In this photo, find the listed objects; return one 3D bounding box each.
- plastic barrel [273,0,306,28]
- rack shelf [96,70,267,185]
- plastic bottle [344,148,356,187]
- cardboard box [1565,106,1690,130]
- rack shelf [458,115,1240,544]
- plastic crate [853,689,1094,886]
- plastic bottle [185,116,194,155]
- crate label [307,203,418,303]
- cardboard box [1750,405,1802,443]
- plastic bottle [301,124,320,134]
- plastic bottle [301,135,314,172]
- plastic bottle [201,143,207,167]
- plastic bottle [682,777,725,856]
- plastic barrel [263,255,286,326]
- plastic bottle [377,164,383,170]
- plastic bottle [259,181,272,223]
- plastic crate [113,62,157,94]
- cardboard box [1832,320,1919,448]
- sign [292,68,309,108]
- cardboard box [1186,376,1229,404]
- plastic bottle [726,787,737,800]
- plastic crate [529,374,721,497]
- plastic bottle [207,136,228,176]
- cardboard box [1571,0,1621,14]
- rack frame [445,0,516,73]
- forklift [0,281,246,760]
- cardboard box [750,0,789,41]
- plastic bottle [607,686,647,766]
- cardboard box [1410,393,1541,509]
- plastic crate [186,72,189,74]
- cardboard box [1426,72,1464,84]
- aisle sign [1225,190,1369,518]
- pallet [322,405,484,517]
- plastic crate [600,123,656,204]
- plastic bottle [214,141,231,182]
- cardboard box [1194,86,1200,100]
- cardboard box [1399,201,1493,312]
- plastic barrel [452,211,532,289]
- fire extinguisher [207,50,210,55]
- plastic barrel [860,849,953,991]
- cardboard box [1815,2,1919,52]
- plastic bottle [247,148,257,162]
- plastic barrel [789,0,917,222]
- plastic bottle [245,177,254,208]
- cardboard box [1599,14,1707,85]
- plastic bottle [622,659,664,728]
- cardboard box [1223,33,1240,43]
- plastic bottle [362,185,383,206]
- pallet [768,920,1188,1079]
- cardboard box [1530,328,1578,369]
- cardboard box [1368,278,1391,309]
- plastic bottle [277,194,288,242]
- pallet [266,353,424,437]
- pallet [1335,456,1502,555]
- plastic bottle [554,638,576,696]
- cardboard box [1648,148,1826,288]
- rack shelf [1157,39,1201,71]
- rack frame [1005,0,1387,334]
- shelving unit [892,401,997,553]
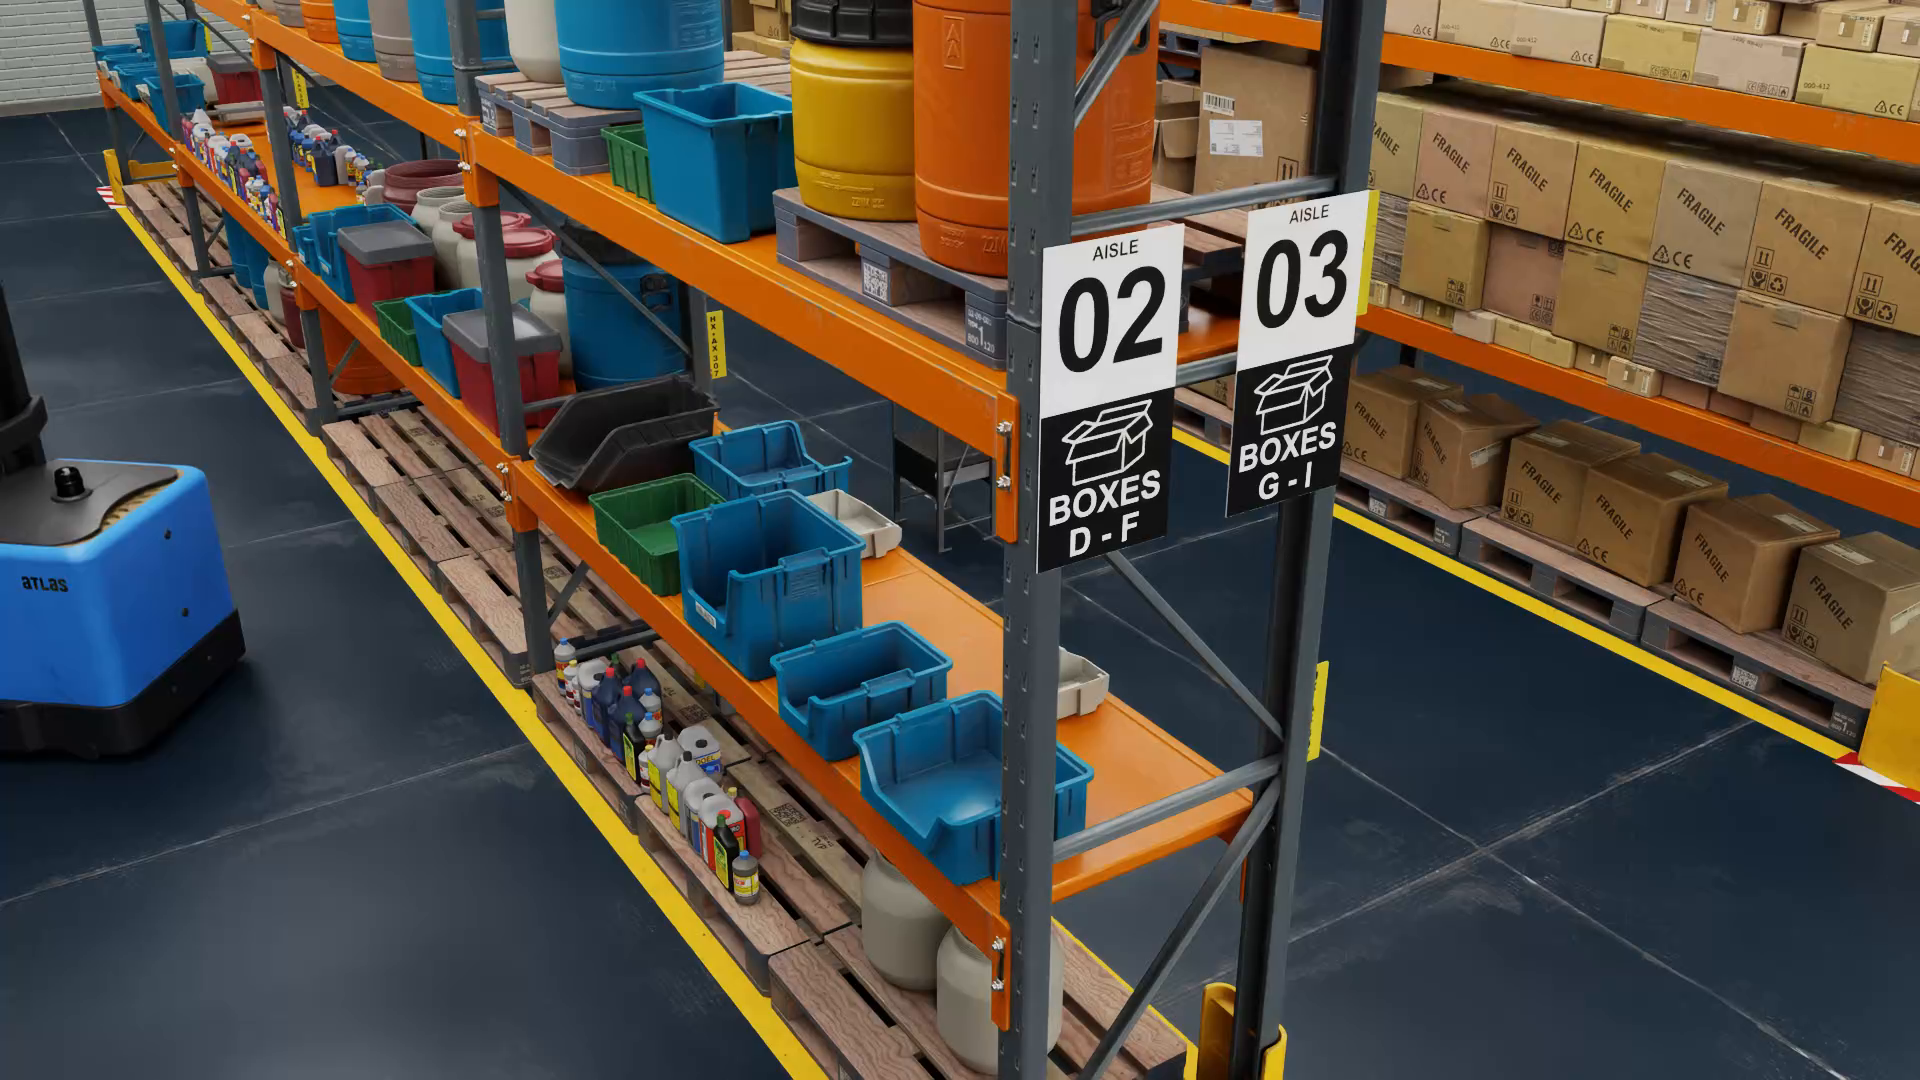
[{"bbox_3d":[-3.544,-3.342,9.214,0.600,0.901,0.600,0,25,0],"label":"plastic barrel"},{"bbox_3d":[-7.086,-3.923,15.390,1.077,0.370,4.000,-16,29,-30],"label":"rack shelf"},{"bbox_3d":[-4.447,-2.736,12.182,0.097,0.271,0.097,0,25,0],"label":"plastic bottle"},{"bbox_3d":[3.545,-2.004,8.844,0.500,0.500,0.500,-16,29,-30],"label":"cardboard box"},{"bbox_3d":[-0.535,-0.988,5.658,1.077,0.370,4.000,-16,29,-30],"label":"rack shelf"},{"bbox_3d":[0.033,0.717,4.892,0.499,0.251,0.616,-16,29,-30],"label":"plastic crate"},{"bbox_3d":[-6.078,-3.202,13.157,0.061,0.283,0.133,-16,29,-30],"label":"plastic bottle"},{"bbox_3d":[-3.495,-1.700,9.797,0.502,0.435,0.616,-16,29,-30],"label":"crate label"},{"bbox_3d":[3.939,-0.596,7.793,0.380,0.149,0.250,-16,29,-30],"label":"cardboard box"},{"bbox_3d":[-5.033,-3.101,12.950,0.152,0.276,0.135,-16,29,-30],"label":"plastic bottle"},{"bbox_3d":[-4.928,-2.932,12.597,0.097,0.271,0.097,0,25,0],"label":"plastic bottle"},{"bbox_3d":[-5.767,-2.976,12.772,0.097,0.201,0.097,0,25,0],"label":"plastic bottle"},{"bbox_3d":[-1.003,1.091,6.601,0.152,0.276,0.135,-16,30,-31],"label":"plastic bottle"},{"bbox_3d":[-5.091,-1.924,12.734,0.421,0.512,0.421,0,25,0],"label":"plastic barrel"},{"bbox_3d":[-4.063,-2.504,11.677,0.061,0.283,0.133,-16,29,-30],"label":"plastic bottle"},{"bbox_3d":[-4.669,-2.287,11.233,0.097,0.271,0.097,0,25,0],"label":"plastic bottle"},{"bbox_3d":[-7.600,-4.280,15.428,0.416,0.233,0.300,-16,29,-30],"label":"plastic crate"},{"bbox_3d":[4.429,-0.778,7.420,0.875,0.500,0.500,-16,29,-30],"label":"cardboard box"},{"bbox_3d":[-5.532,-3.786,13.932,0.100,0.325,0.005,-16,29,-30],"label":"sign"},{"bbox_3d":[1.961,-1.294,11.391,0.700,0.500,0.500,-16,29,-30],"label":"cardboard box"},{"bbox_3d":[-0.909,1.089,6.693,0.097,0.201,0.097,0,25,0],"label":"plastic bottle"},{"bbox_3d":[-1.448,-0.427,7.214,0.767,0.338,0.504,-16,29,-30],"label":"plastic crate"},{"bbox_3d":[-5.555,-2.892,12.507,0.152,0.276,0.135,-16,29,-30],"label":"plastic bottle"},{"bbox_3d":[3.186,-2.649,8.043,0.380,0.149,0.250,-16,30,-31],"label":"cardboard box"},{"bbox_3d":[-1.627,-3.385,6.379,1.000,3.000,0.127,-16,29,-30],"label":"rack frame"},{"bbox_3d":[-5.160,-0.595,7.577,3.031,2.935,1.130,3,25,7],"label":"forklift"},{"bbox_3d":[-1.489,-4.960,15.451,0.797,0.503,0.637,-16,30,-31],"label":"cardboard box"},{"bbox_3d":[-1.431,0.780,7.172,0.144,0.351,0.185,-17,30,-32],"label":"plastic bottle"},{"bbox_3d":[3.027,-0.530,9.796,0.500,0.500,0.500,-6,26,-13],"label":"cardboard box"},{"bbox_3d":[-7.085,-4.320,15.626,0.298,0.136,0.250,-16,29,-30],"label":"plastic crate"},{"bbox_3d":[4.569,-4.198,15.013,0.500,0.500,0.500,-15,29,-29],"label":"cardboard box"},{"bbox_3d":[0.842,-0.459,4.164,0.394,0.787,0.004,-16,29,-30],"label":"aisle sign"},{"bbox_3d":[-3.420,-0.556,10.680,1.003,0.211,1.213,-16,29,-30],"label":"pallet"},{"bbox_3d":[-0.994,-1.305,5.735,0.336,0.188,0.450,-16,29,-30],"label":"plastic crate"},{"bbox_3d":[-5.428,-2.809,12.332,0.152,0.276,0.135,-16,29,-30],"label":"plastic bottle"},{"bbox_3d":[2.842,-4.690,17.729,0.500,0.250,0.500,-15,29,-28],"label":"cardboard box"},{"bbox_3d":[2.960,-1.644,9.252,0.875,0.500,0.500,-16,29,-30],"label":"cardboard box"},{"bbox_3d":[-2.602,-1.544,9.348,0.433,0.535,0.433,0,25,0],"label":"plastic barrel"},{"bbox_3d":[-7.879,-4.920,17.187,0.296,0.674,0.183,-16,29,-30],"label":"fire extinguisher"},{"bbox_3d":[-0.140,1.297,5.911,0.421,0.512,0.421,0,25,0],"label":"plastic barrel"},{"bbox_3d":[3.852,-2.168,7.024,0.380,0.149,0.250,-15,29,-29],"label":"cardboard box"},{"bbox_3d":[-5.161,-2.723,12.155,0.097,0.271,0.097,0,25,0],"label":"plastic bottle"},{"bbox_3d":[-0.172,-1.251,4.660,0.600,0.588,0.600,0,25,0],"label":"plastic barrel"},{"bbox_3d":[-4.934,-2.430,11.616,0.097,0.201,0.097,0,25,0],"label":"plastic bottle"},{"bbox_3d":[3.404,-2.339,7.854,0.500,0.250,0.500,-16,30,-30],"label":"cardboard box"},{"bbox_3d":[-1.413,0.679,7.386,0.144,0.351,0.185,-16,29,-30],"label":"plastic bottle"},{"bbox_3d":[2.914,-5.170,16.990,0.380,0.149,0.250,-16,30,-30],"label":"cardboard box"},{"bbox_3d":[-3.903,-2.241,11.129,0.152,0.276,0.135,-16,29,-30],"label":"plastic bottle"},{"bbox_3d":[0.037,1.712,5.877,1.003,0.211,1.213,-16,29,-30],"label":"pallet"},{"bbox_3d":[3.218,-1.032,8.717,0.380,0.149,0.250,-16,29,-30],"label":"cardboard box"},{"bbox_3d":[2.514,-1.473,9.651,0.380,0.149,0.250,-16,29,-30],"label":"cardboard box"},{"bbox_3d":[-4.389,-2.095,10.811,0.061,0.283,0.133,-16,29,-30],"label":"plastic bottle"},{"bbox_3d":[-4.276,-1.114,11.862,1.003,0.211,1.213,-16,29,-30],"label":"pallet"},{"bbox_3d":[2.919,-0.333,10.209,1.003,0.211,1.213,-16,29,-30],"label":"pallet"},{"bbox_3d":[-1.820,0.579,7.690,0.097,0.271,0.097,0,25,0],"label":"plastic bottle"},{"bbox_3d":[3.651,-1.523,7.827,0.500,0.500,0.500,-16,29,-30],"label":"cardboard box"},{"bbox_3d":[3.459,-4.767,17.176,1.077,0.370,4.000,-16,29,-30],"label":"rack shelf"},{"bbox_3d":[0.557,-1.954,3.348,1.000,3.000,0.127,-16,29,-30],"label":"rack frame"},{"bbox_3d":[-0.090,-1.009,9.427,0.431,2.100,0.503,-16,29,-30],"label":"shelving unit"}]
